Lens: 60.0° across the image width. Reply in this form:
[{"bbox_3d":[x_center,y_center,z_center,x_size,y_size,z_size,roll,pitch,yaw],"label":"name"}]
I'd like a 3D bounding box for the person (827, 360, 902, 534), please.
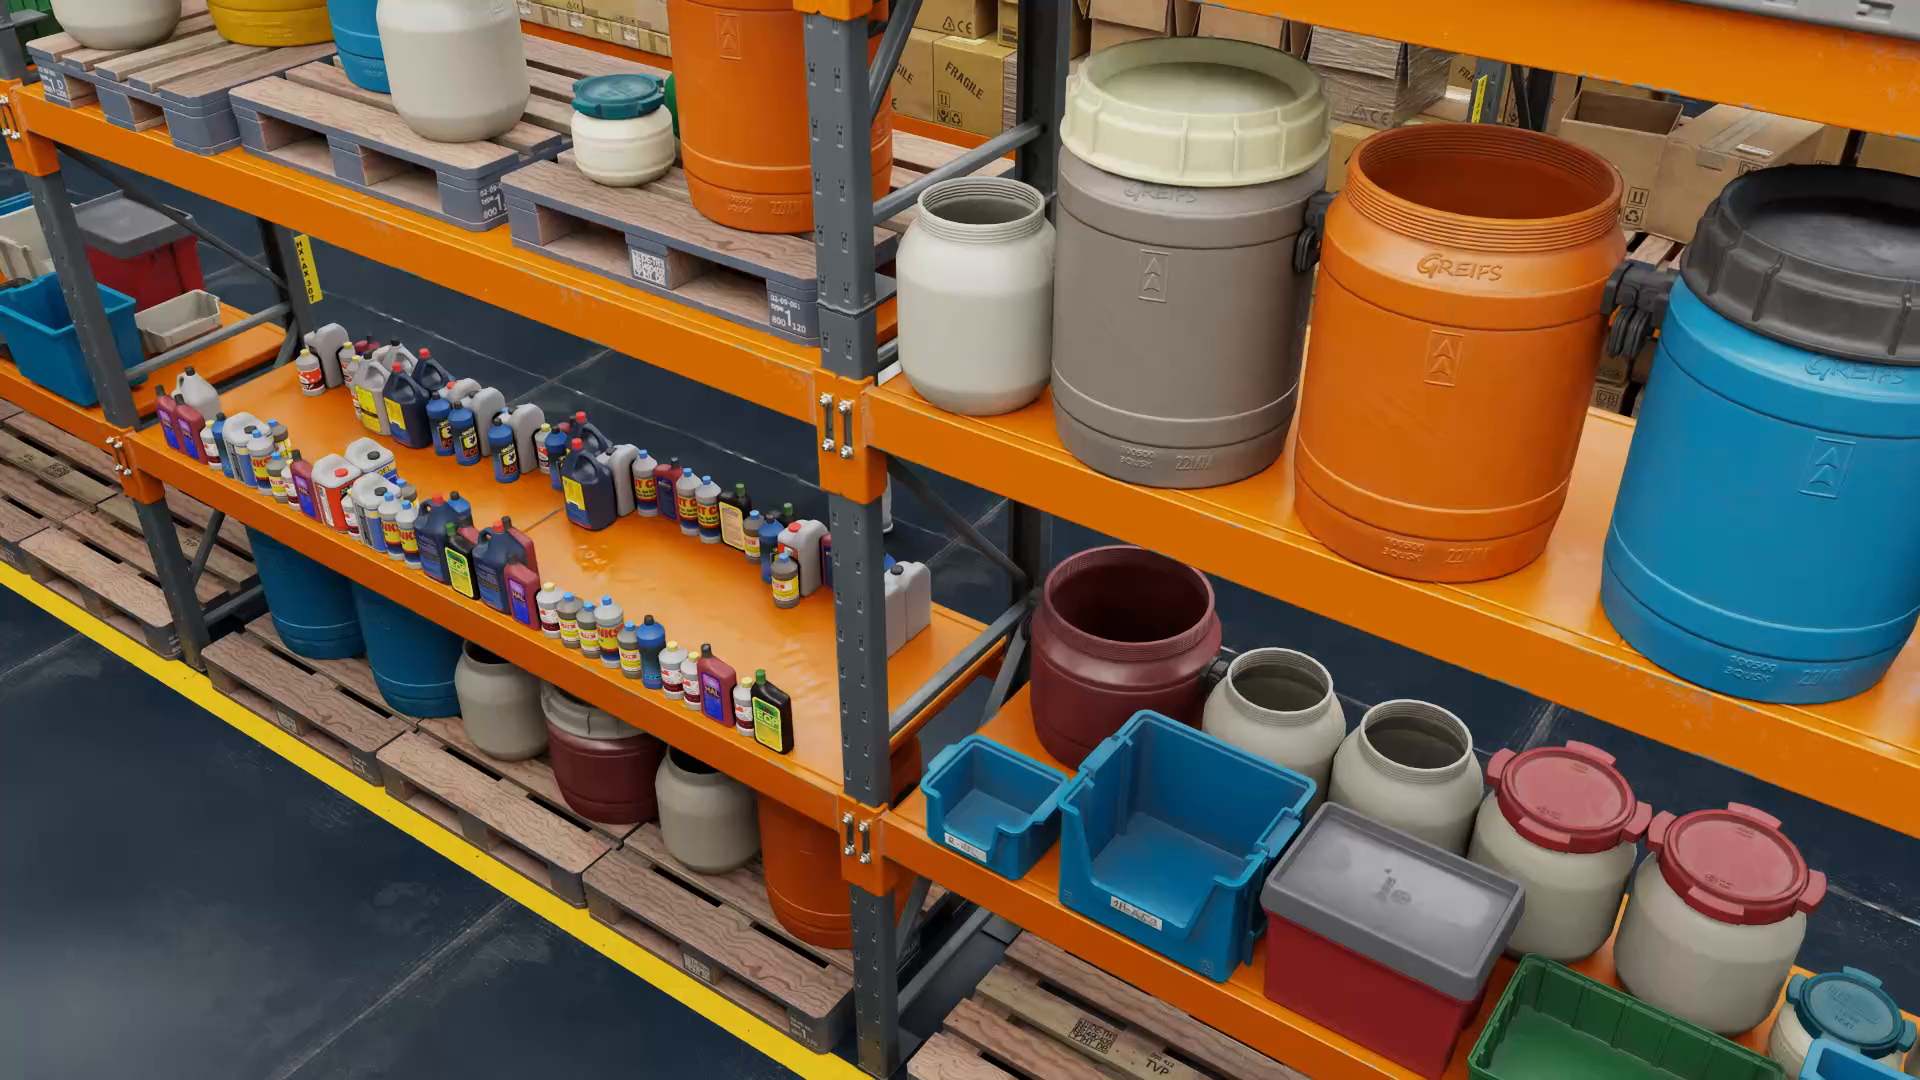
[{"bbox_3d":[-0.572,-0.748,8.216,0.565,1.766,0.494,22,40,29],"label":"person"}]
